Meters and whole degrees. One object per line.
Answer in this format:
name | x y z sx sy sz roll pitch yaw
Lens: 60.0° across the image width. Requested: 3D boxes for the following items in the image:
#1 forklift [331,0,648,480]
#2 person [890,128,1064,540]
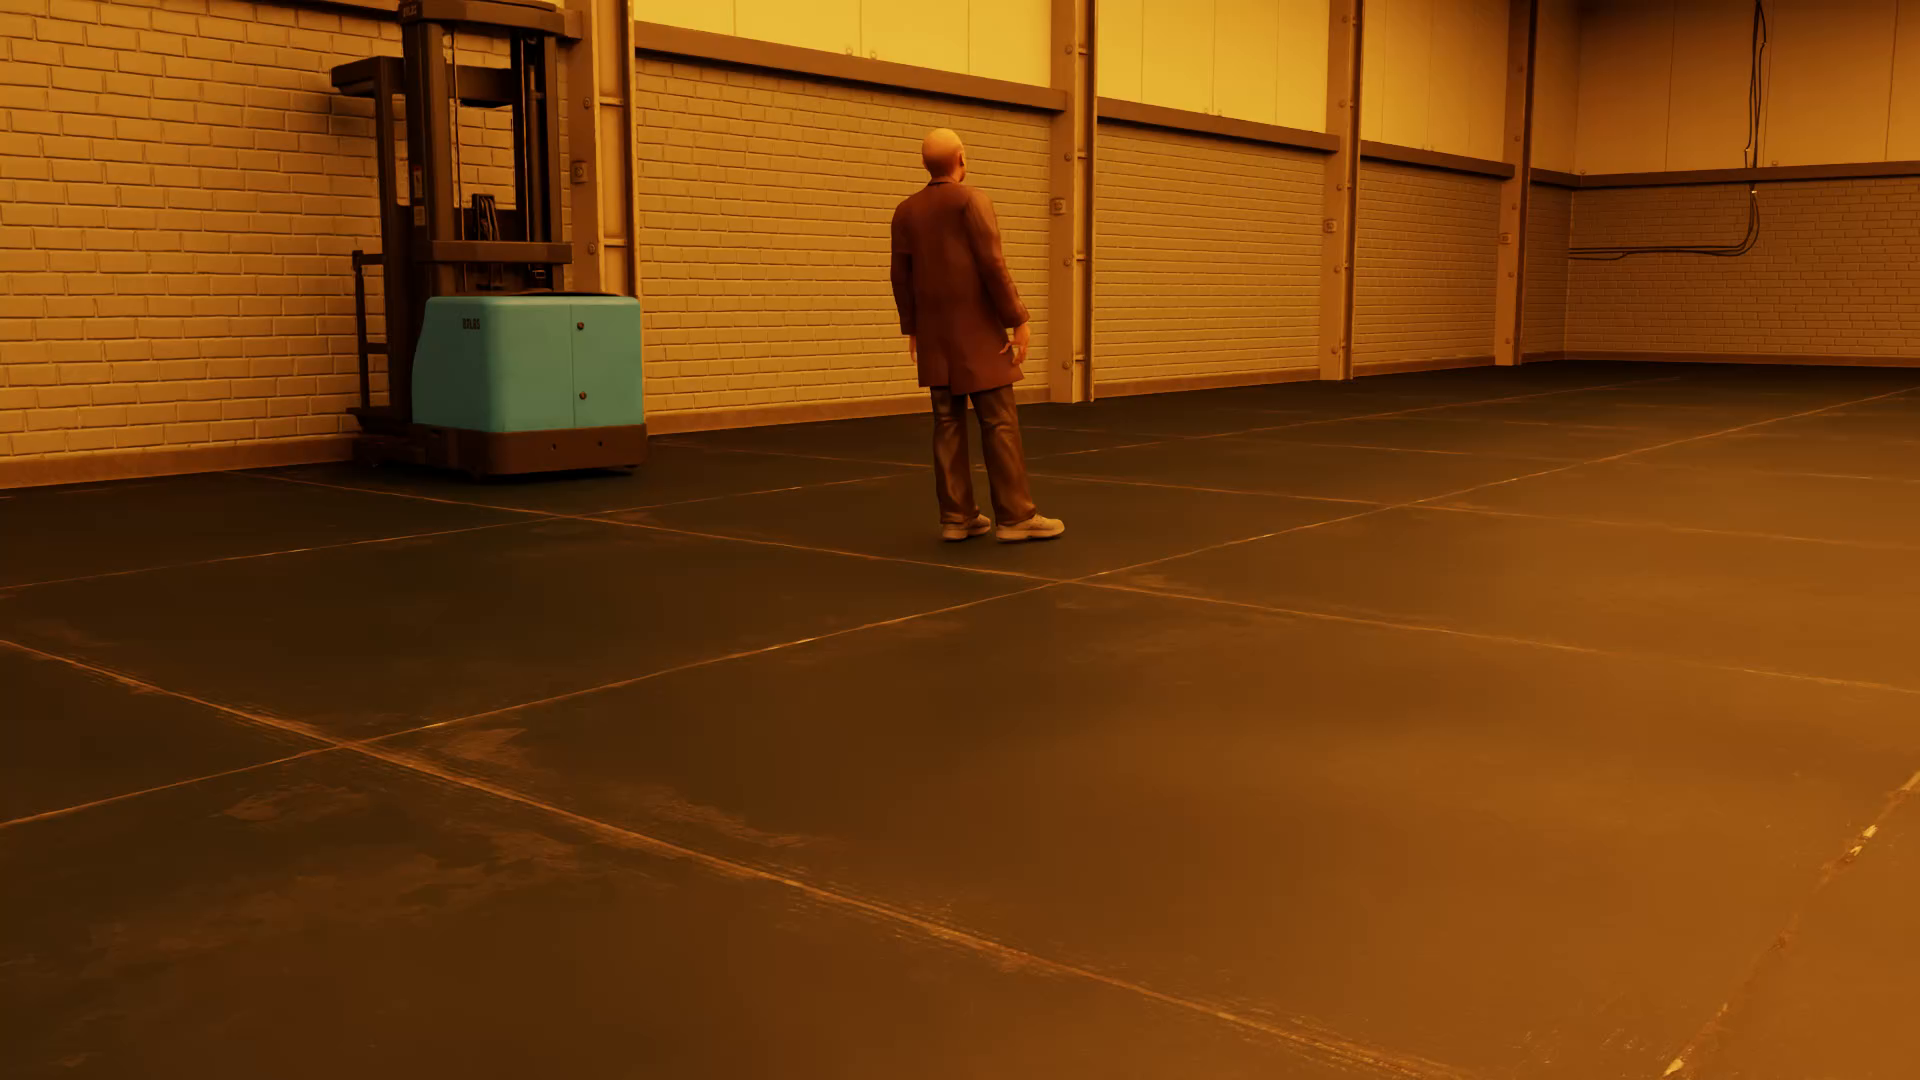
forklift | -3.266 -1.955 10.639 1.130 2.935 3.031 -8 11 -42
person | 0.061 -0.897 7.344 0.698 1.778 0.579 7 11 38
